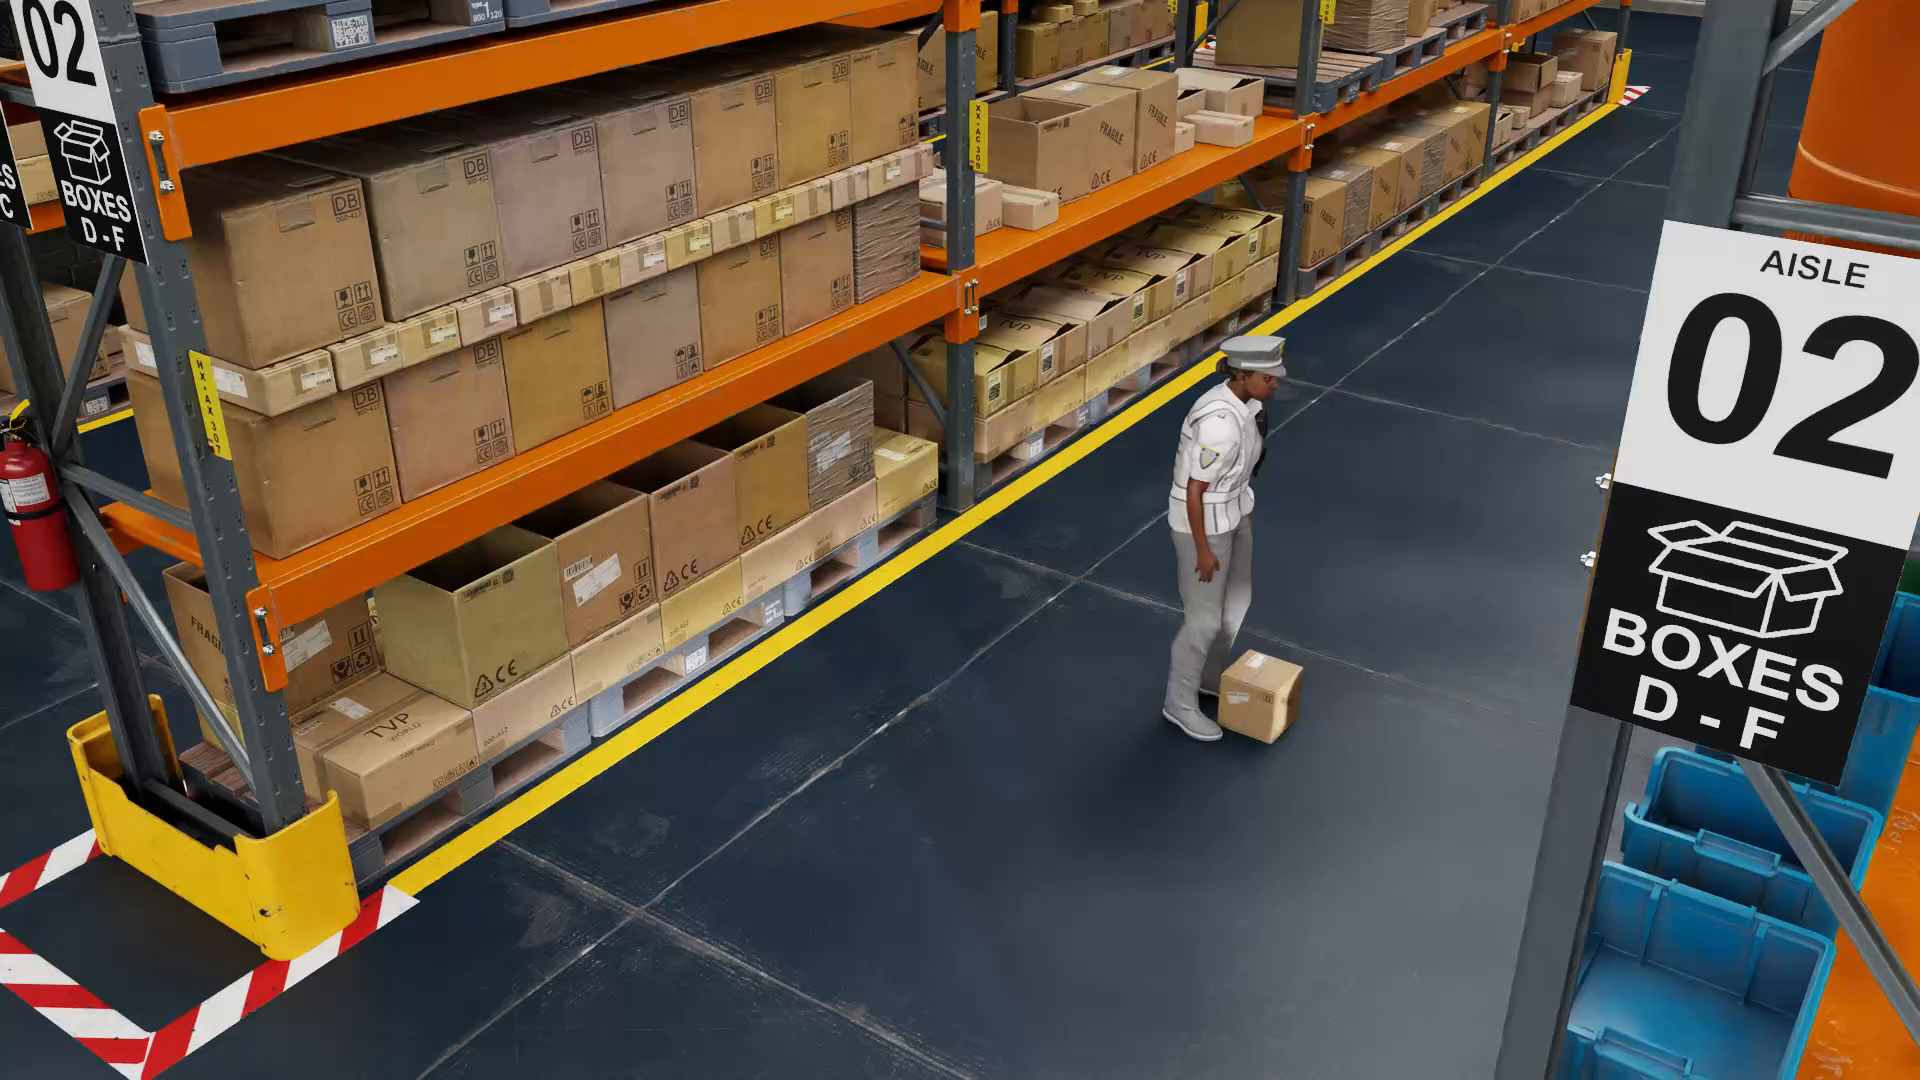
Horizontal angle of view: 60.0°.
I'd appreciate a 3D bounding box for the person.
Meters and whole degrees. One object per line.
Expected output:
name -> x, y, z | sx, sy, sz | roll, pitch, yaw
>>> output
person -> 1.043, -0.036, 6.688 | 0.398, 1.659, 0.529 | 15, 31, 27
